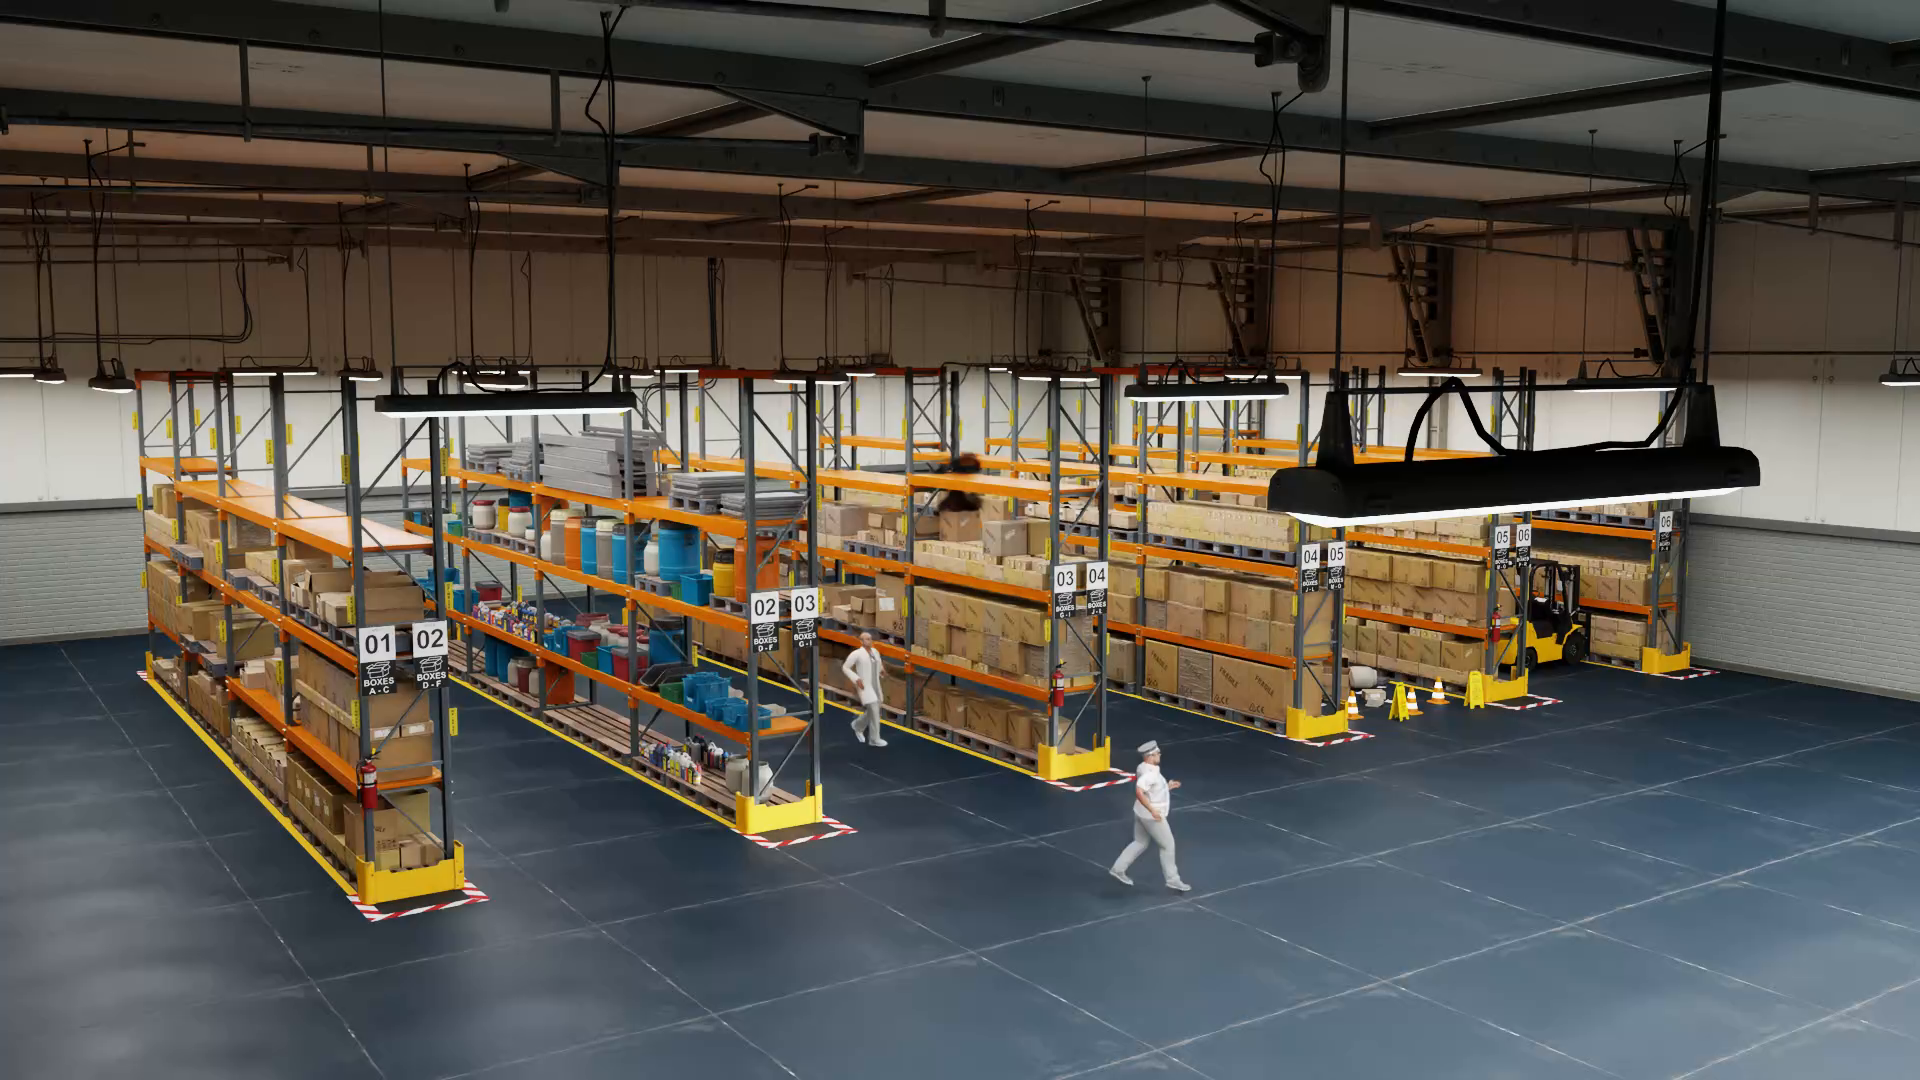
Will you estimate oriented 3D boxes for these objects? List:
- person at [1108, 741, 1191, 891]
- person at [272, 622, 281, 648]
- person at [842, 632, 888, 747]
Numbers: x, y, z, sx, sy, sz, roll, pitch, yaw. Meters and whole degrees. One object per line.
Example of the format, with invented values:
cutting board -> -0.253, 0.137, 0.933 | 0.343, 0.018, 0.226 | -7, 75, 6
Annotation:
person -> 2.236, 3.238, 19.494 | 0.958, 1.781, 0.654 | -1, 7, -12
person -> -13.538, 1.738, 33.213 | 0.756, 1.761, 0.737 | 3, 7, 28
person -> -1.423, 2.304, 25.651 | 0.845, 1.769, 0.720 | 6, 9, 41
